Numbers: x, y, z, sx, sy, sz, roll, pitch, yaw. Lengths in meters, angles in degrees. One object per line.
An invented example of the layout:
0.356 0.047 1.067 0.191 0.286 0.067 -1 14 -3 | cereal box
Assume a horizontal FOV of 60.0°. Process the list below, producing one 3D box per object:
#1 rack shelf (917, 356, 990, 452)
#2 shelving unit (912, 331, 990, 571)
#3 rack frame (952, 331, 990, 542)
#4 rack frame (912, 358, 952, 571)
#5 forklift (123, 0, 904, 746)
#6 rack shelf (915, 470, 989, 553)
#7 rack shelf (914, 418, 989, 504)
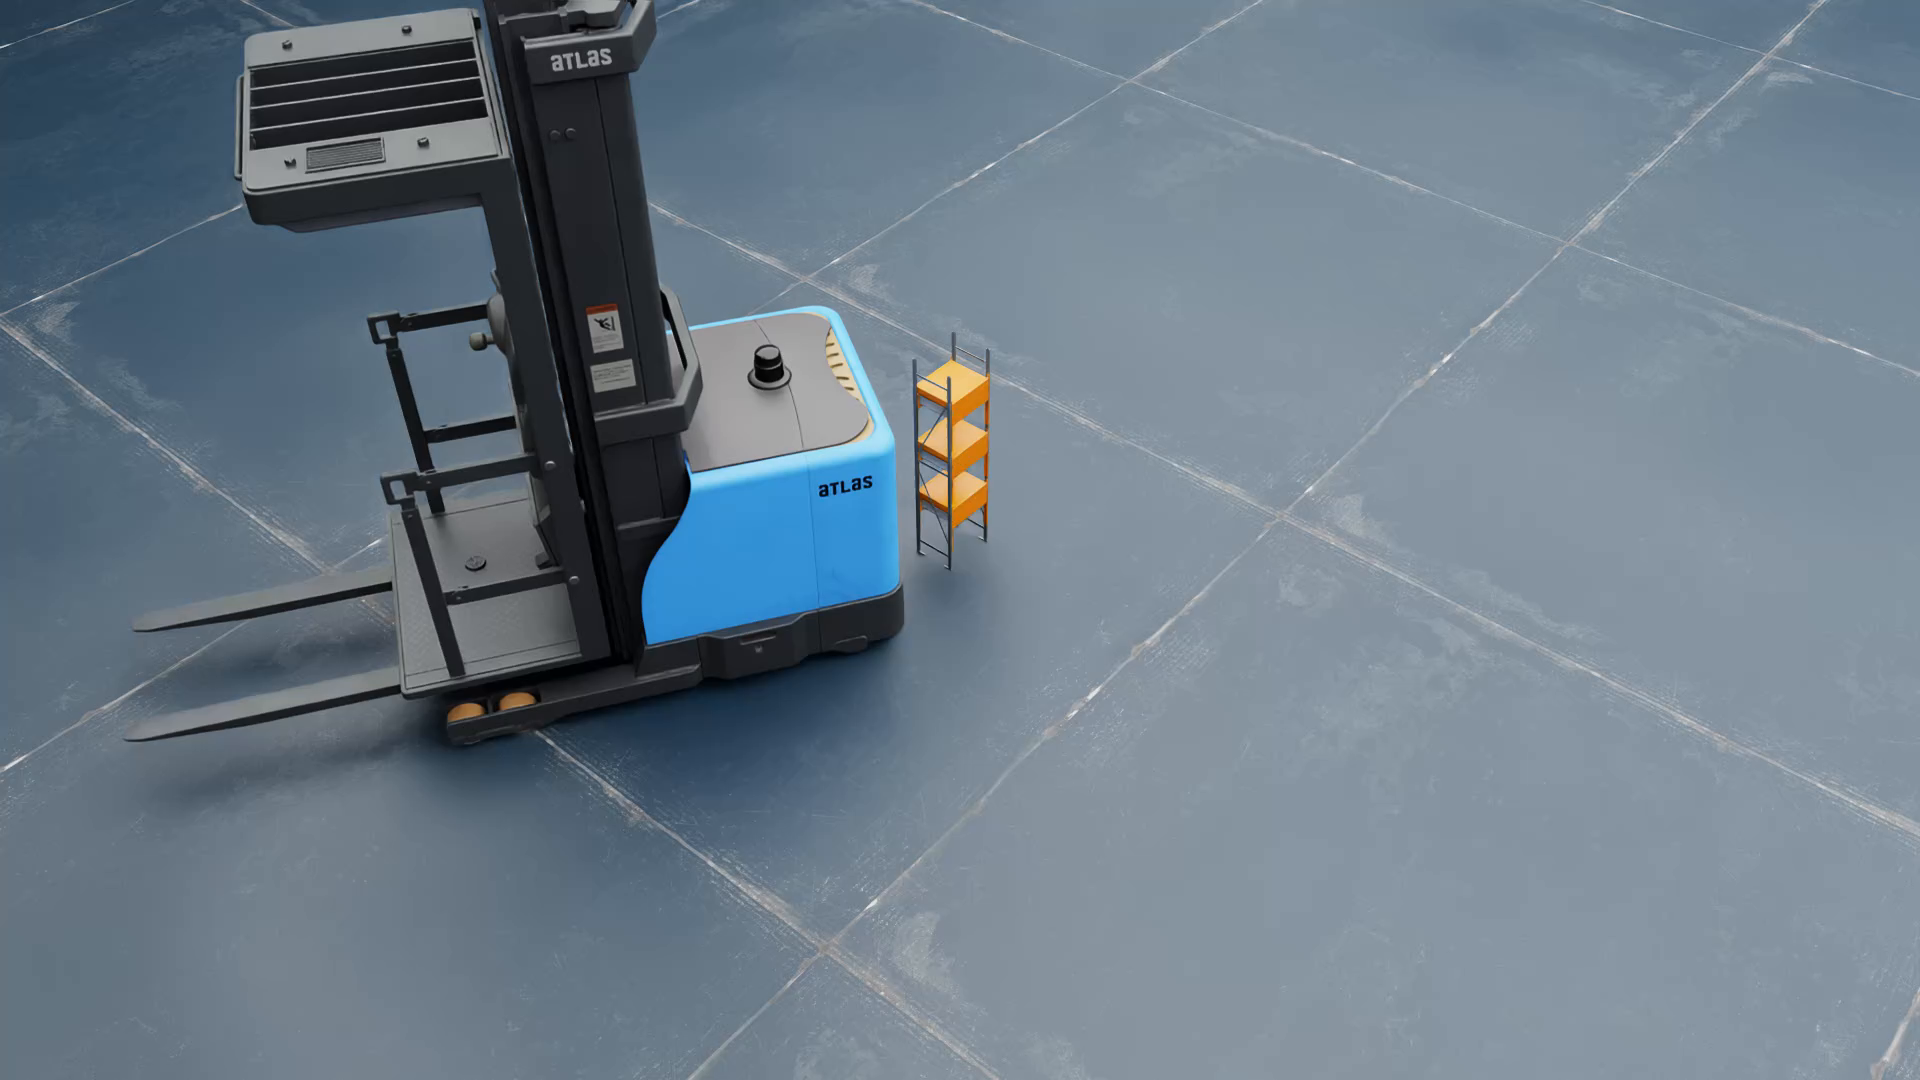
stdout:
-0.034 -0.563 6.865 0.215 0.259 0.240 29 50 28 | rack shelf
-0.034 -0.361 7.049 0.215 1.050 0.252 29 50 28 | shelving unit
0.044 -0.424 7.118 0.200 1.050 0.008 29 50 28 | rack frame
-0.113 -0.298 6.980 0.200 1.050 0.008 29 50 28 | rack frame
-1.808 -0.680 6.002 3.031 2.935 1.130 -12 44 -13 | forklift
-0.034 -0.147 7.243 0.215 0.259 0.240 29 50 28 | rack shelf
-0.034 -0.353 7.056 0.215 0.259 0.240 29 50 28 | rack shelf
